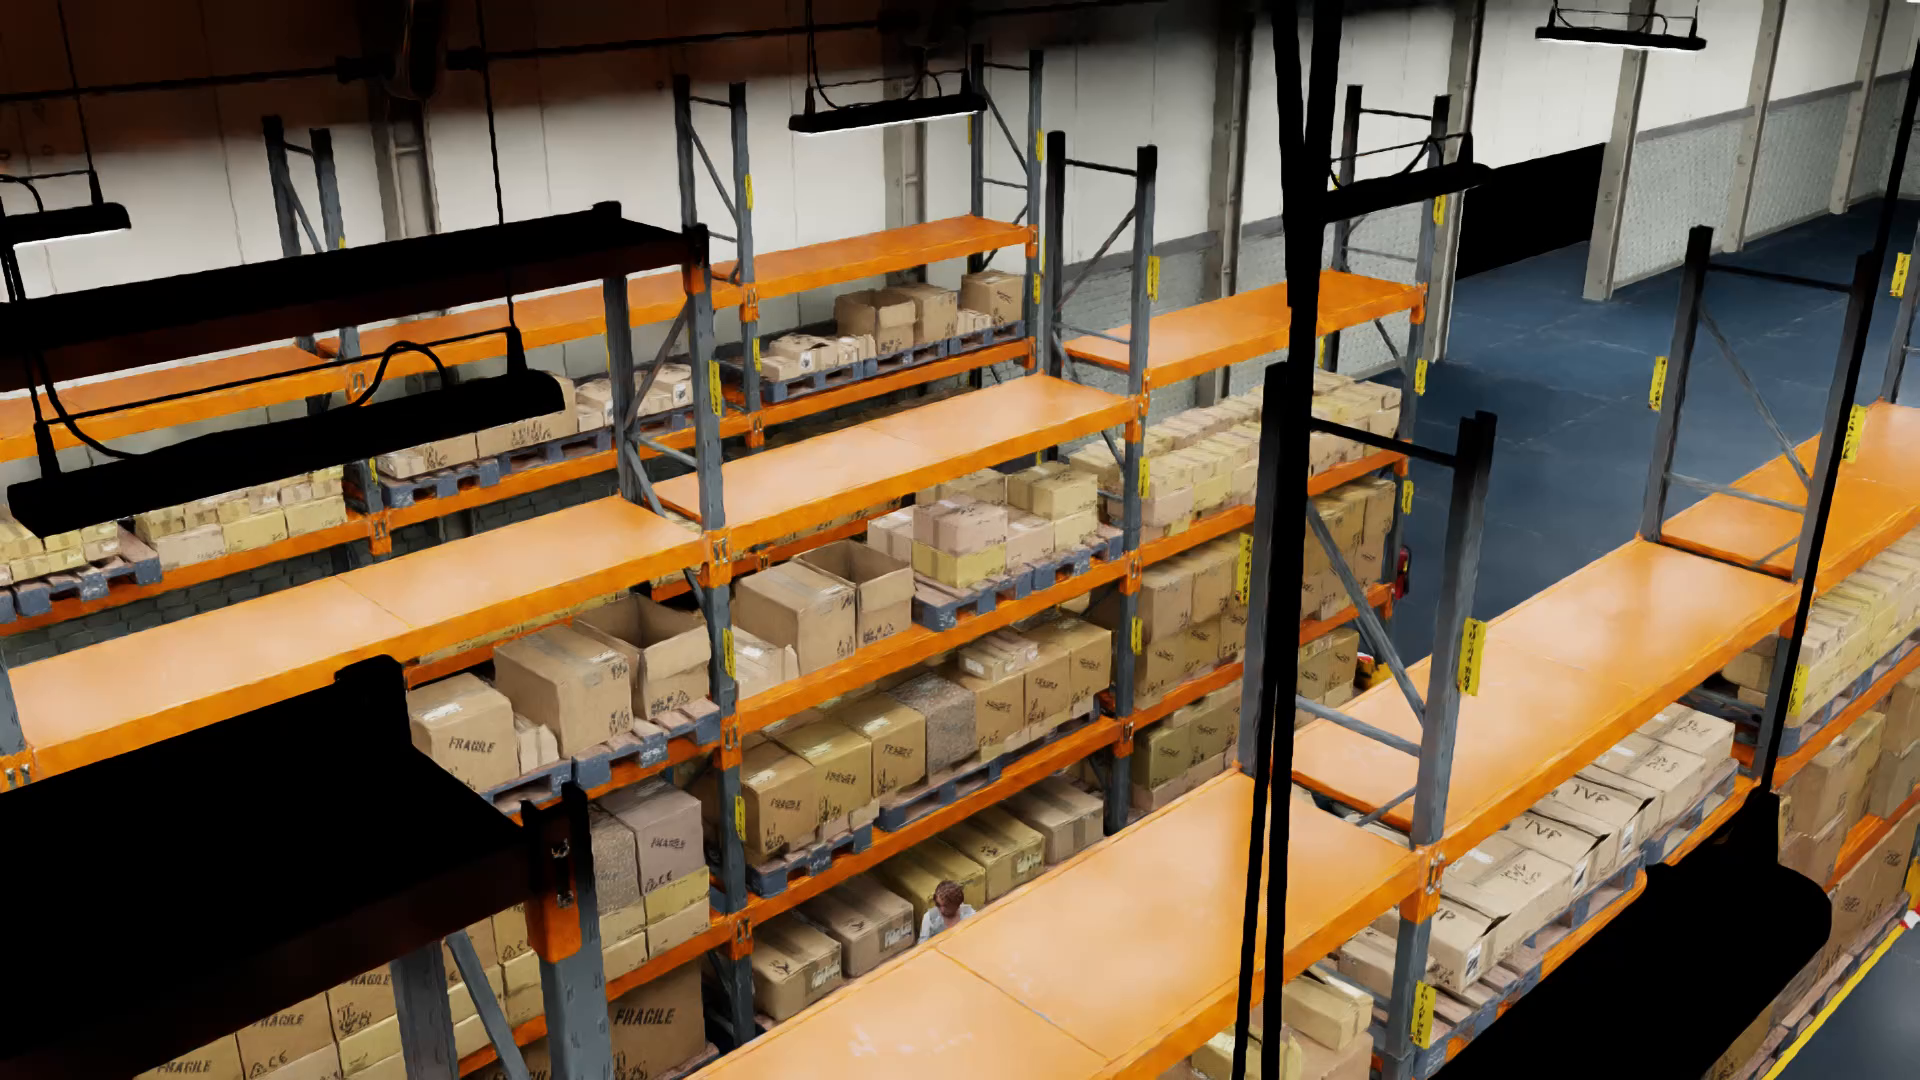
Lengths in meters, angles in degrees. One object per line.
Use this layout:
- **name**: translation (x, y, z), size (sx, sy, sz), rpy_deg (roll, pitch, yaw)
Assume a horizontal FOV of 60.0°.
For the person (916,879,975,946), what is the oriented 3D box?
- **person**: translation (-0.085, 3.027, 11.424), size (0.534, 1.579, 0.536), rpy_deg (-7, 24, -17)
